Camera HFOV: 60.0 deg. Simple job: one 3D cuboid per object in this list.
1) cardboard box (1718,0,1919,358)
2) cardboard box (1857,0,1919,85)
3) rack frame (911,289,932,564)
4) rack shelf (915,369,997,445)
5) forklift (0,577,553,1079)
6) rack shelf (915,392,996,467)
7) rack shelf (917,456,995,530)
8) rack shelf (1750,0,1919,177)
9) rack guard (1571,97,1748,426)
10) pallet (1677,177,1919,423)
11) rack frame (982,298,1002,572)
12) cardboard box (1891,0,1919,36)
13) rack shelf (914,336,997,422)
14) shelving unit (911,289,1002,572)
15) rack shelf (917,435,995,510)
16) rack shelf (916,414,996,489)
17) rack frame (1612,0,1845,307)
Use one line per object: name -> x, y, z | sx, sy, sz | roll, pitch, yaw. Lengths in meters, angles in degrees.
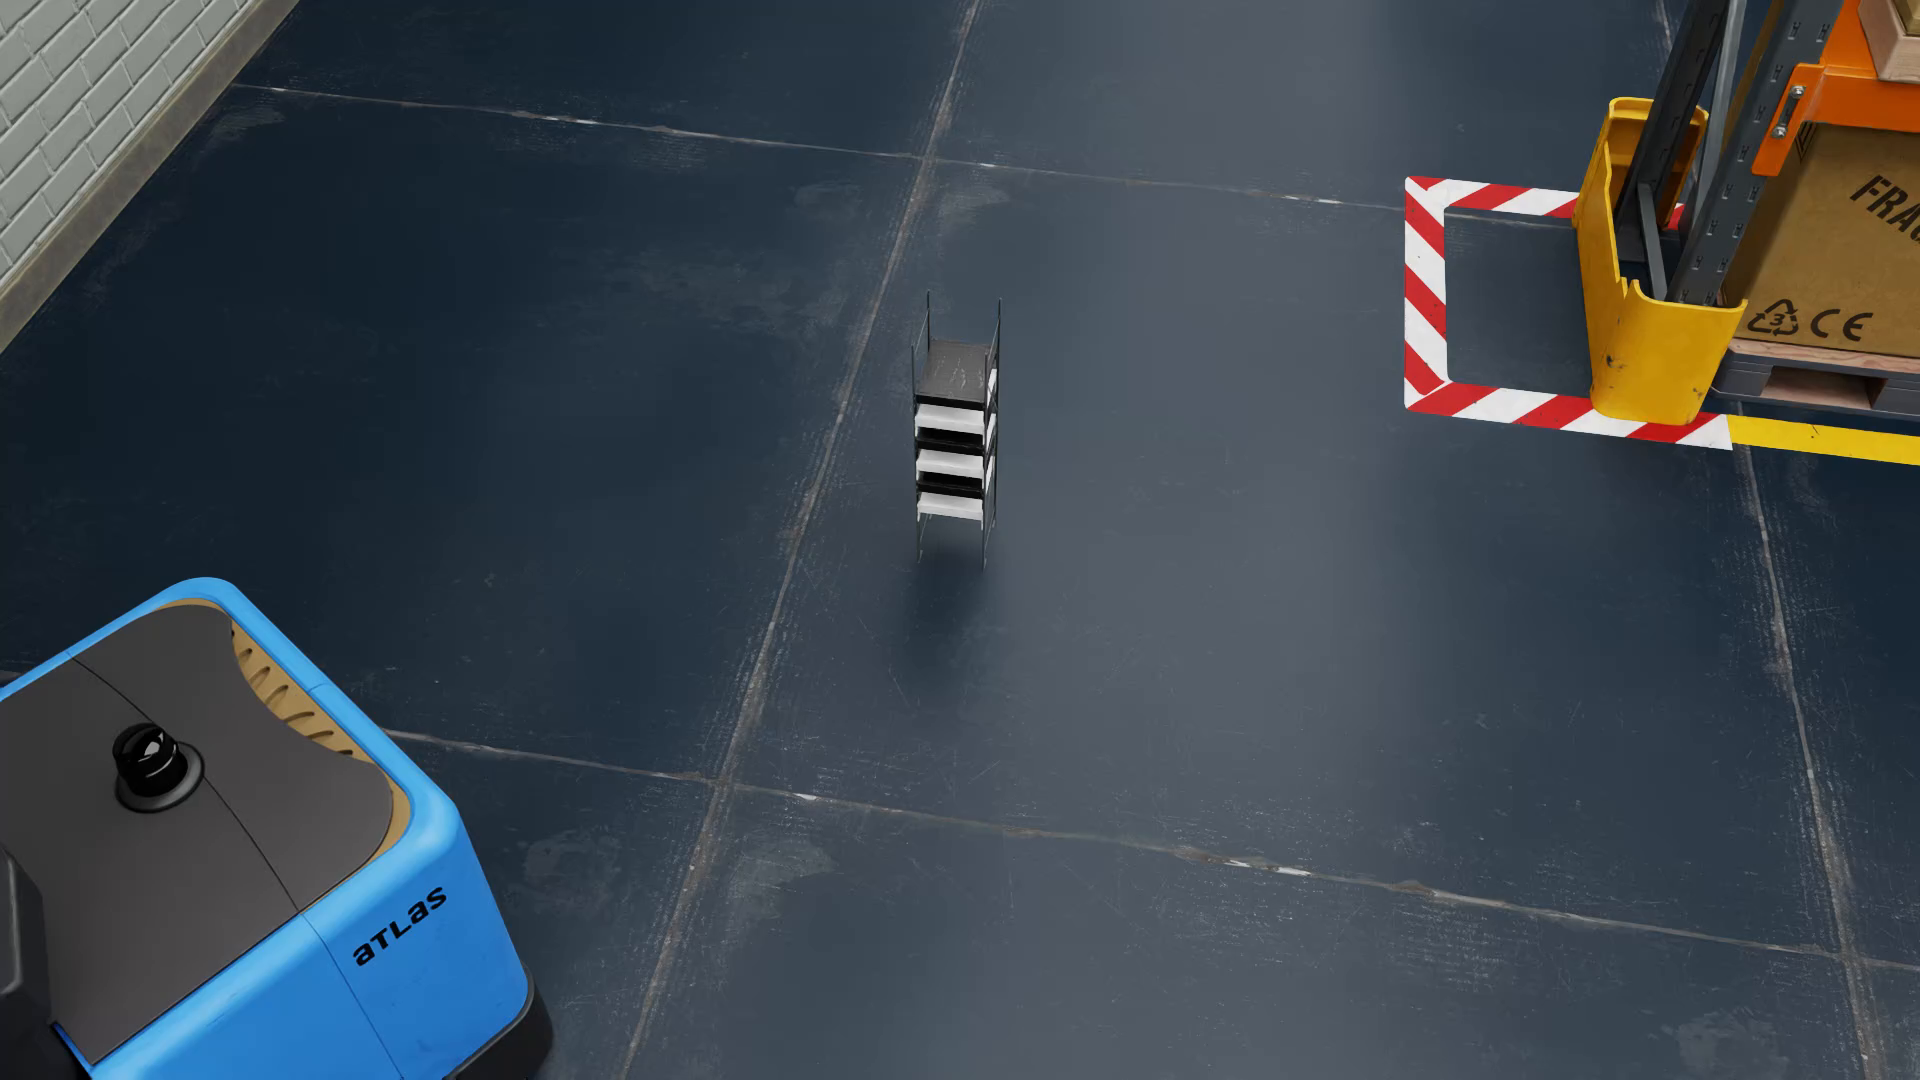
cardboard box -> 3.082, -1.230, 5.484 | 0.875, 0.875, 0.875 | 8, 49, 7
cardboard box -> 2.728, -1.453, 4.708 | 0.250, 0.149, 0.380 | 8, 49, 7
rack frame -> -0.108, -0.315, 4.928 | 0.006, 0.900, 0.240 | 8, 49, 7
rack shelf -> -0.008, -0.400, 4.807 | 0.200, 0.077, 0.258 | 8, 49, 7
forklift -> -2.369, 0.840, 2.525 | 1.130, 2.935, 3.031 | 35, 57, 27
rack shelf -> -0.008, -0.340, 4.874 | 0.200, 0.077, 0.258 | 8, 49, 7
rack shelf -> -0.008, -0.159, 5.075 | 0.200, 0.077, 0.258 | 8, 49, 7
rack shelf -> 4.406, -1.320, 4.904 | 4.000, 0.370, 1.077 | 8, 49, 7
rack guard -> 2.414, -0.993, 5.806 | 0.348, 0.500, 1.175 | 8, 49, 7
pallet -> 3.238, -0.845, 5.867 | 1.213, 0.211, 1.003 | 8, 49, 7
rack frame -> 0.092, -0.288, 4.904 | 0.006, 0.900, 0.240 | 8, 49, 7
cardboard box -> 2.862, -1.614, 4.584 | 0.500, 0.250, 0.500 | 7, 48, 6
rack shelf -> -0.008, -0.460, 4.740 | 0.200, 0.077, 0.258 | 8, 49, 7
shelving unit -> -0.008, -0.302, 4.916 | 0.210, 0.900, 0.258 | 8, 49, 7
rack shelf -> -0.008, -0.219, 5.008 | 0.200, 0.077, 0.258 | 8, 49, 7
rack shelf -> -0.008, -0.280, 4.941 | 0.200, 0.077, 0.258 | 8, 49, 7
rack frame -> 2.438, -1.826, 4.874 | 0.127, 3.000, 1.000 | 8, 49, 7
